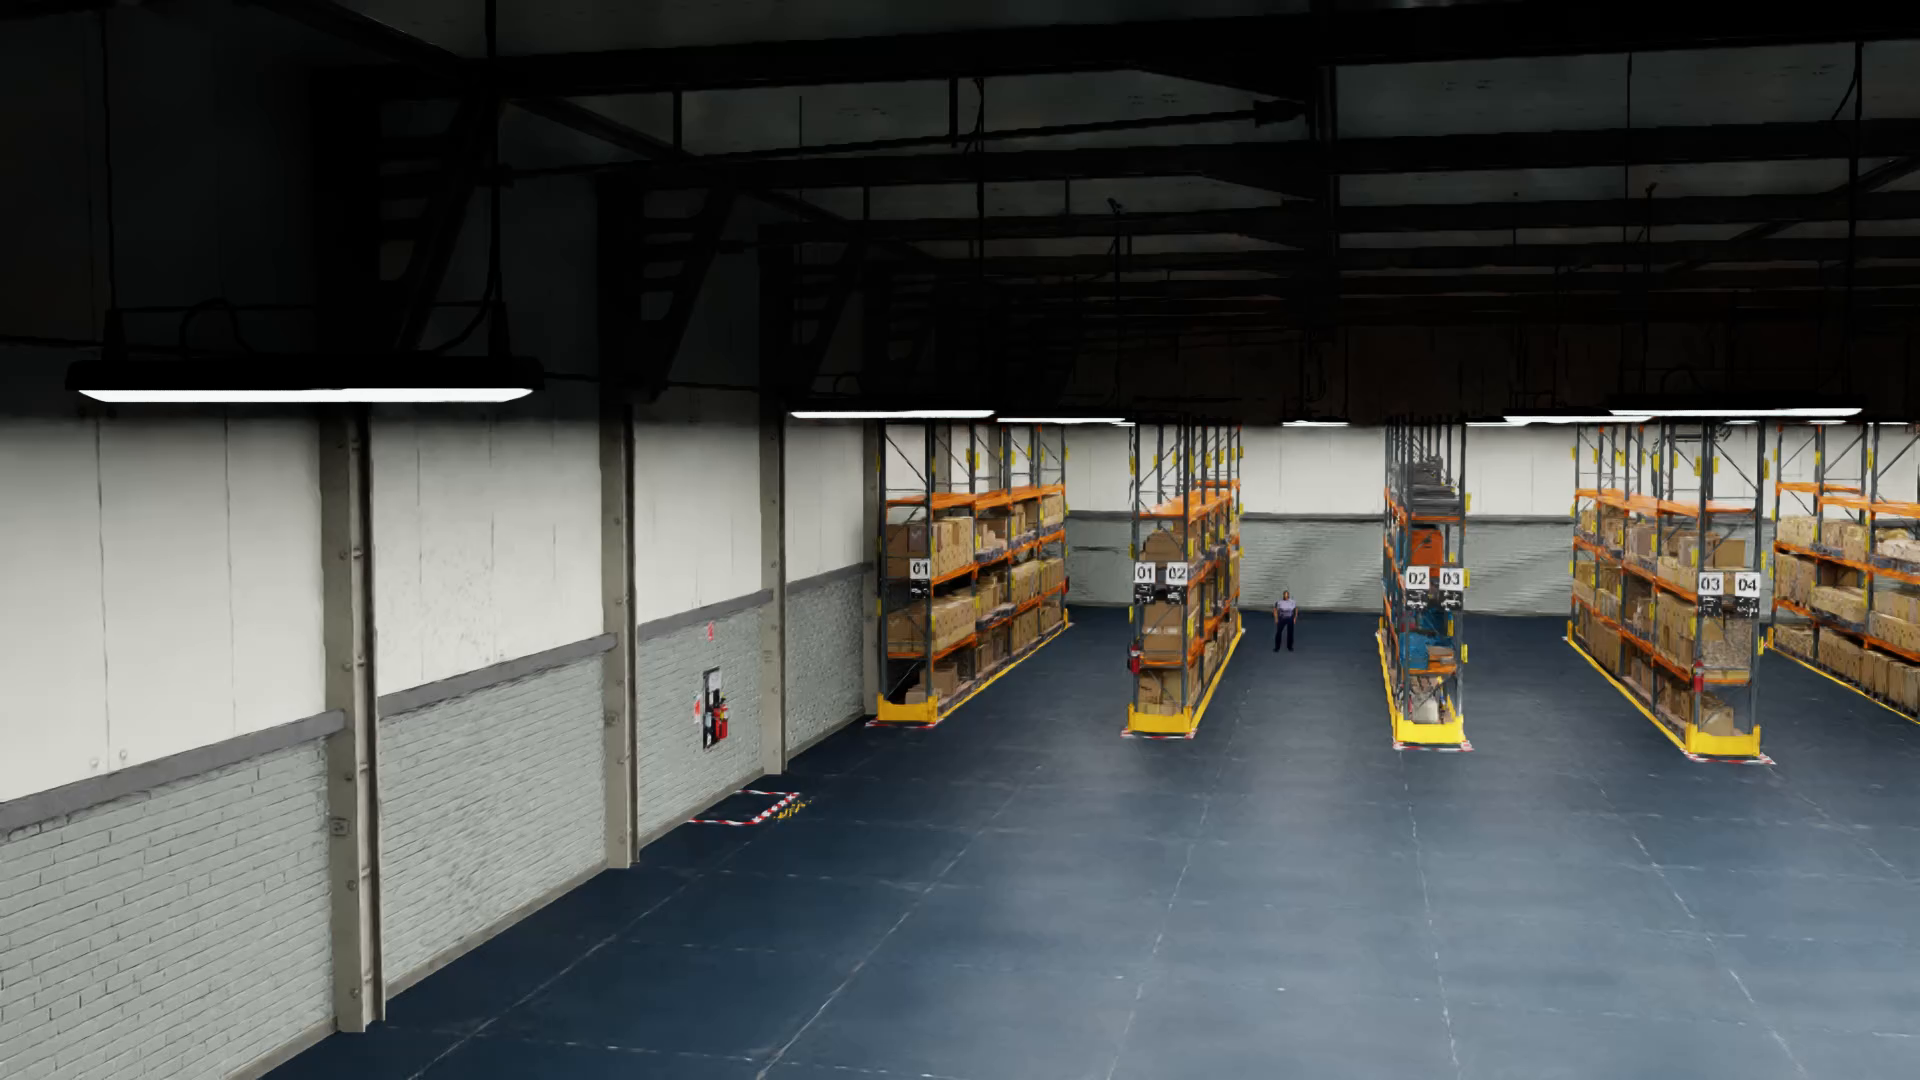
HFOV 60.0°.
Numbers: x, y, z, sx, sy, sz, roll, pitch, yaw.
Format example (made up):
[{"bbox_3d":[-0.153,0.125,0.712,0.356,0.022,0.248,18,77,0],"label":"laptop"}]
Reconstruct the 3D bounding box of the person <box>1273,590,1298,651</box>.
[{"bbox_3d":[8.346,2.051,42.632,0.625,1.596,0.510,1,4,10],"label":"person"}]

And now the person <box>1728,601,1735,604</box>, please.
[{"bbox_3d":[20.873,1.816,44.930,0.611,1.736,1.019,2,4,28],"label":"person"}]
